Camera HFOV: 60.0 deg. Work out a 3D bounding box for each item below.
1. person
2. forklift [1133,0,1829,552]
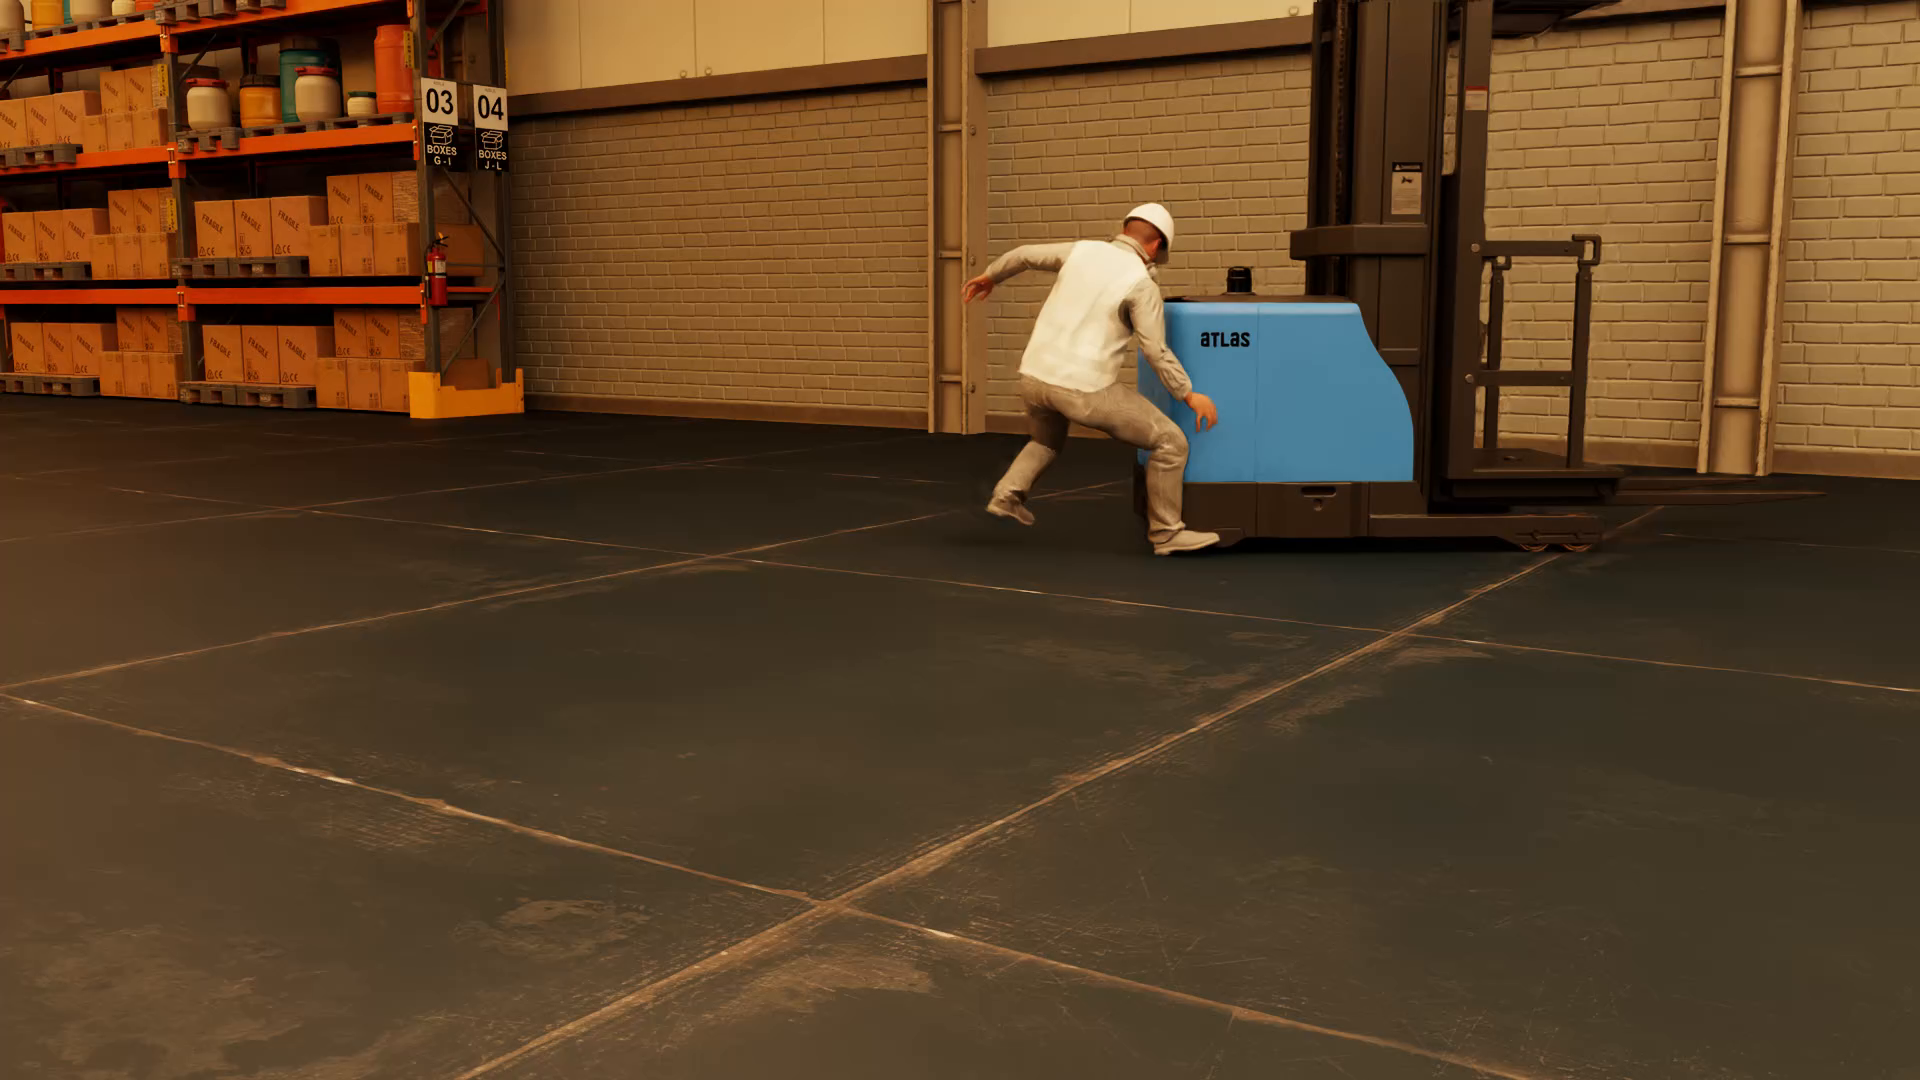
[{"bbox_3d":[0.506,-0.689,7.178,0.682,1.505,1.148,-7,11,-40],"label":"person"},{"bbox_3d":[2.378,-1.472,7.545,3.031,2.935,1.130,0,8,-3],"label":"forklift"}]
